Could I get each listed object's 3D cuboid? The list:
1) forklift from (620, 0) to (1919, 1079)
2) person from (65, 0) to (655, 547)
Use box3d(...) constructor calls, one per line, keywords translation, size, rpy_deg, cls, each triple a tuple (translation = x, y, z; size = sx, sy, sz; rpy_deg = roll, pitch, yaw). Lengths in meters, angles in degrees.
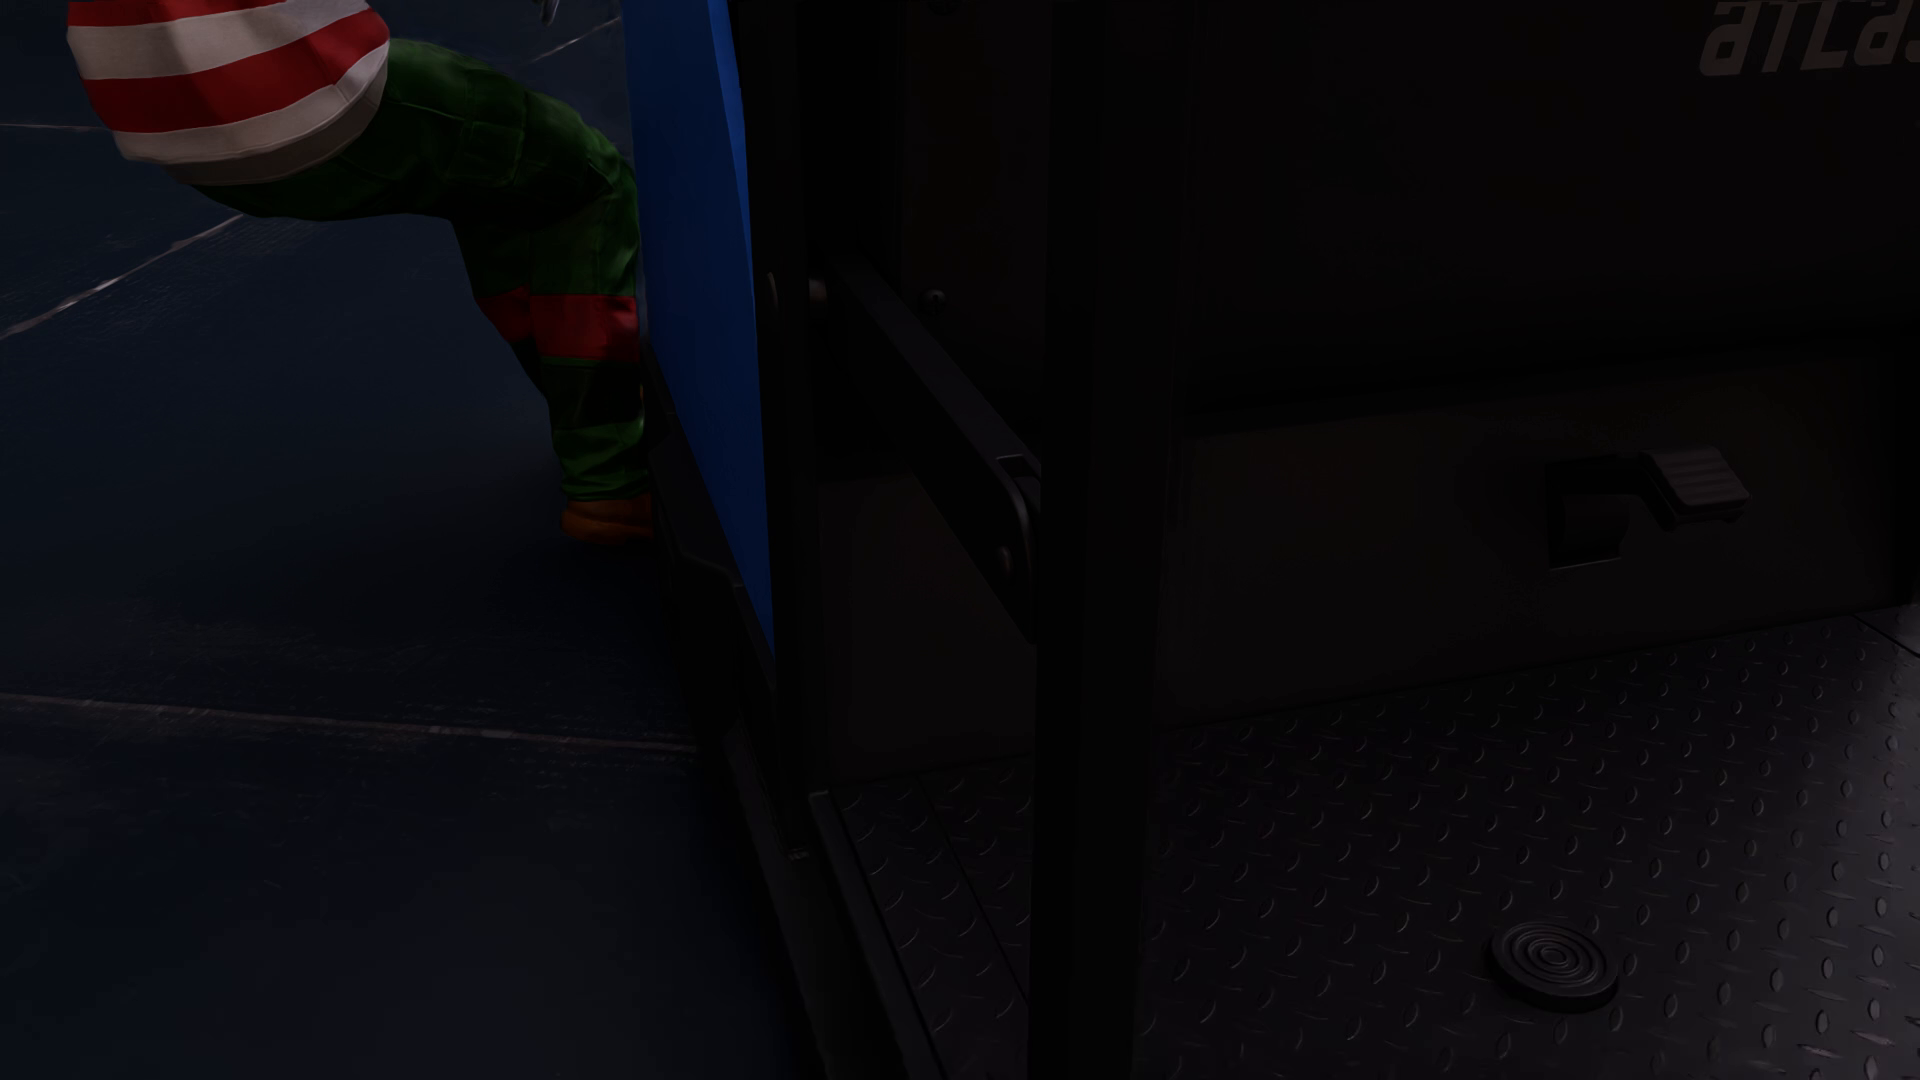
box3d(translation=(0.456, -0.775, 0.770), size=(1.130, 2.935, 3.031), rpy_deg=(-8, 28, -15), cls="forklift")
box3d(translation=(-0.741, -0.716, 2.321), size=(0.799, 1.557, 0.924), rpy_deg=(14, 30, 26), cls="person")
